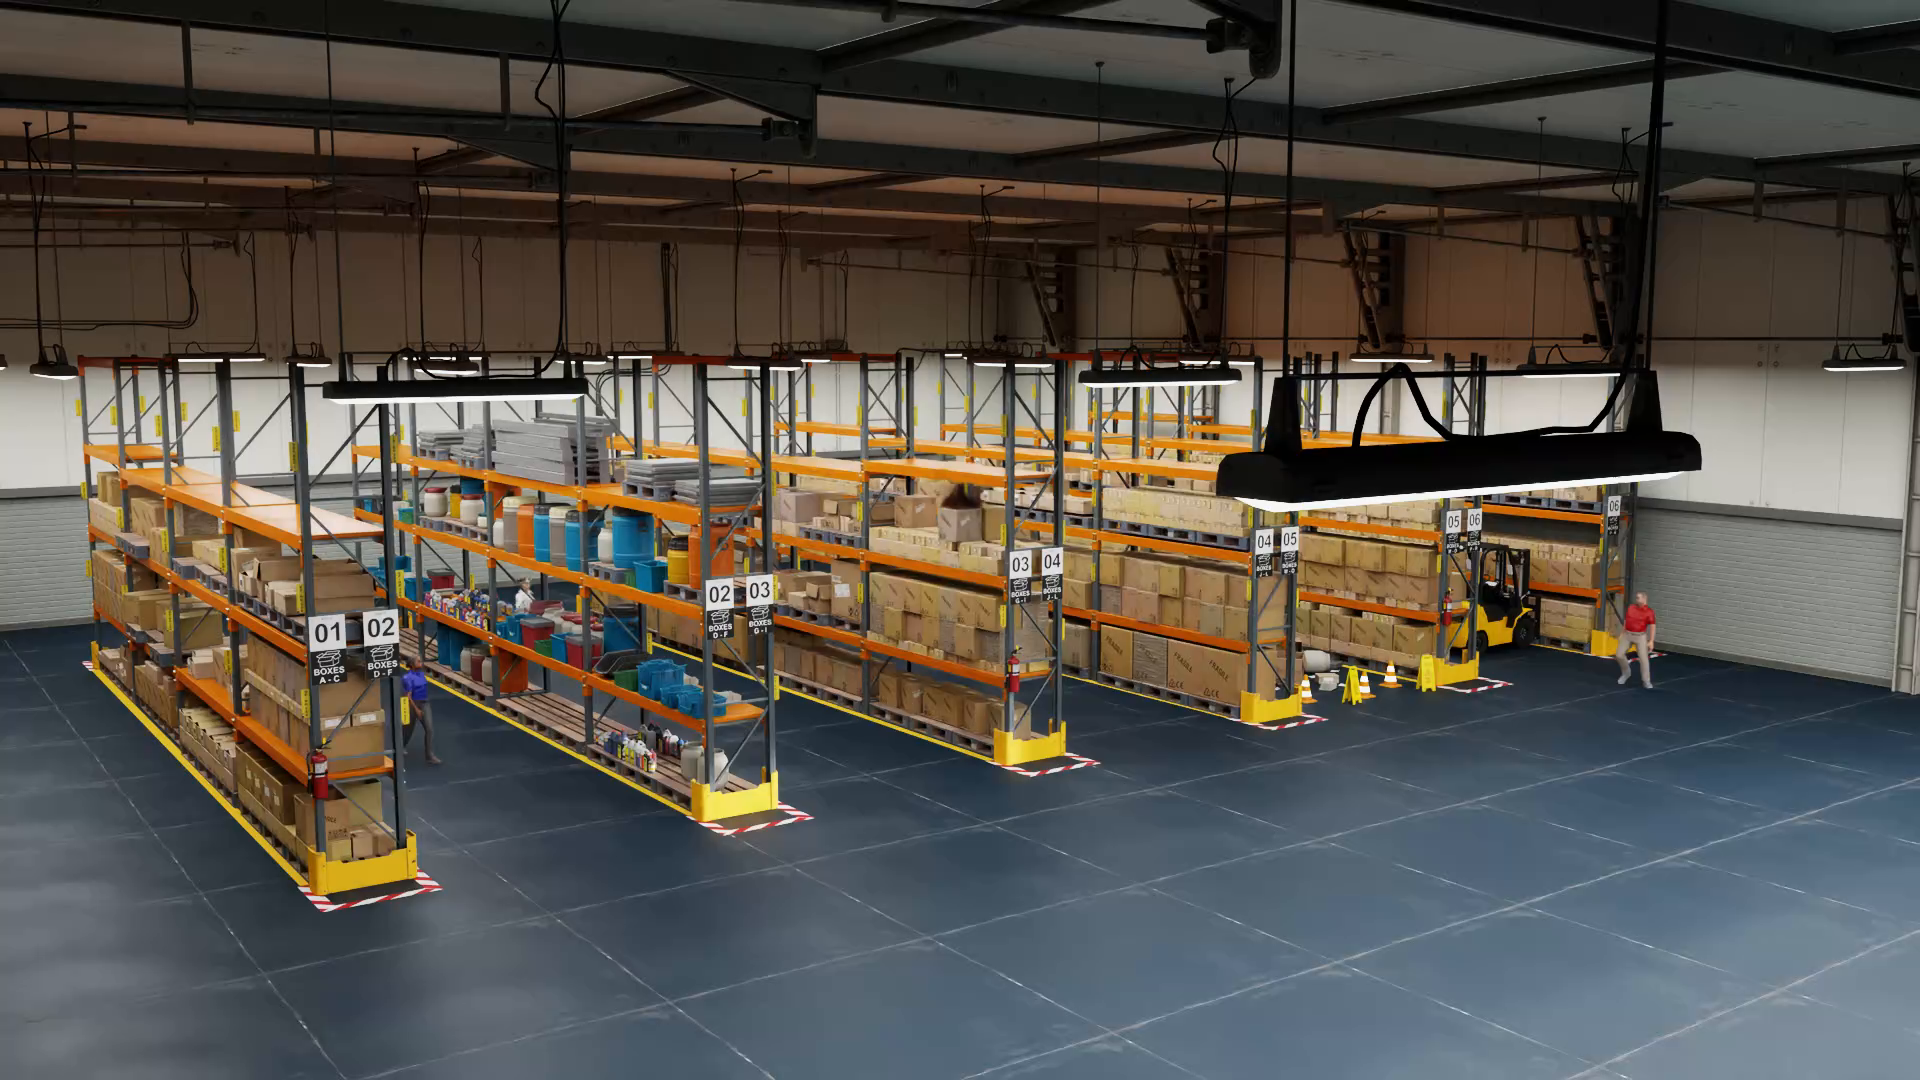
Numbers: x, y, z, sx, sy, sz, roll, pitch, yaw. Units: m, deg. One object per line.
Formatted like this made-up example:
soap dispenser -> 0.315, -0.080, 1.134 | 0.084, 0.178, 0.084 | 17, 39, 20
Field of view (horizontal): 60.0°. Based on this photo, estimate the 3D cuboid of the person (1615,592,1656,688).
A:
person -> 12.325, 1.806, 30.265 | 0.675, 1.735, 0.402 | 5, 9, 37

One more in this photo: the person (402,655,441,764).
person -> -8.149, 2.520, 24.927 | 0.402, 1.608, 0.964 | -6, 9, -42

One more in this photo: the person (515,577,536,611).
person -> -8.526, 1.538, 32.791 | 0.928, 1.648, 0.549 | 5, 8, 35
